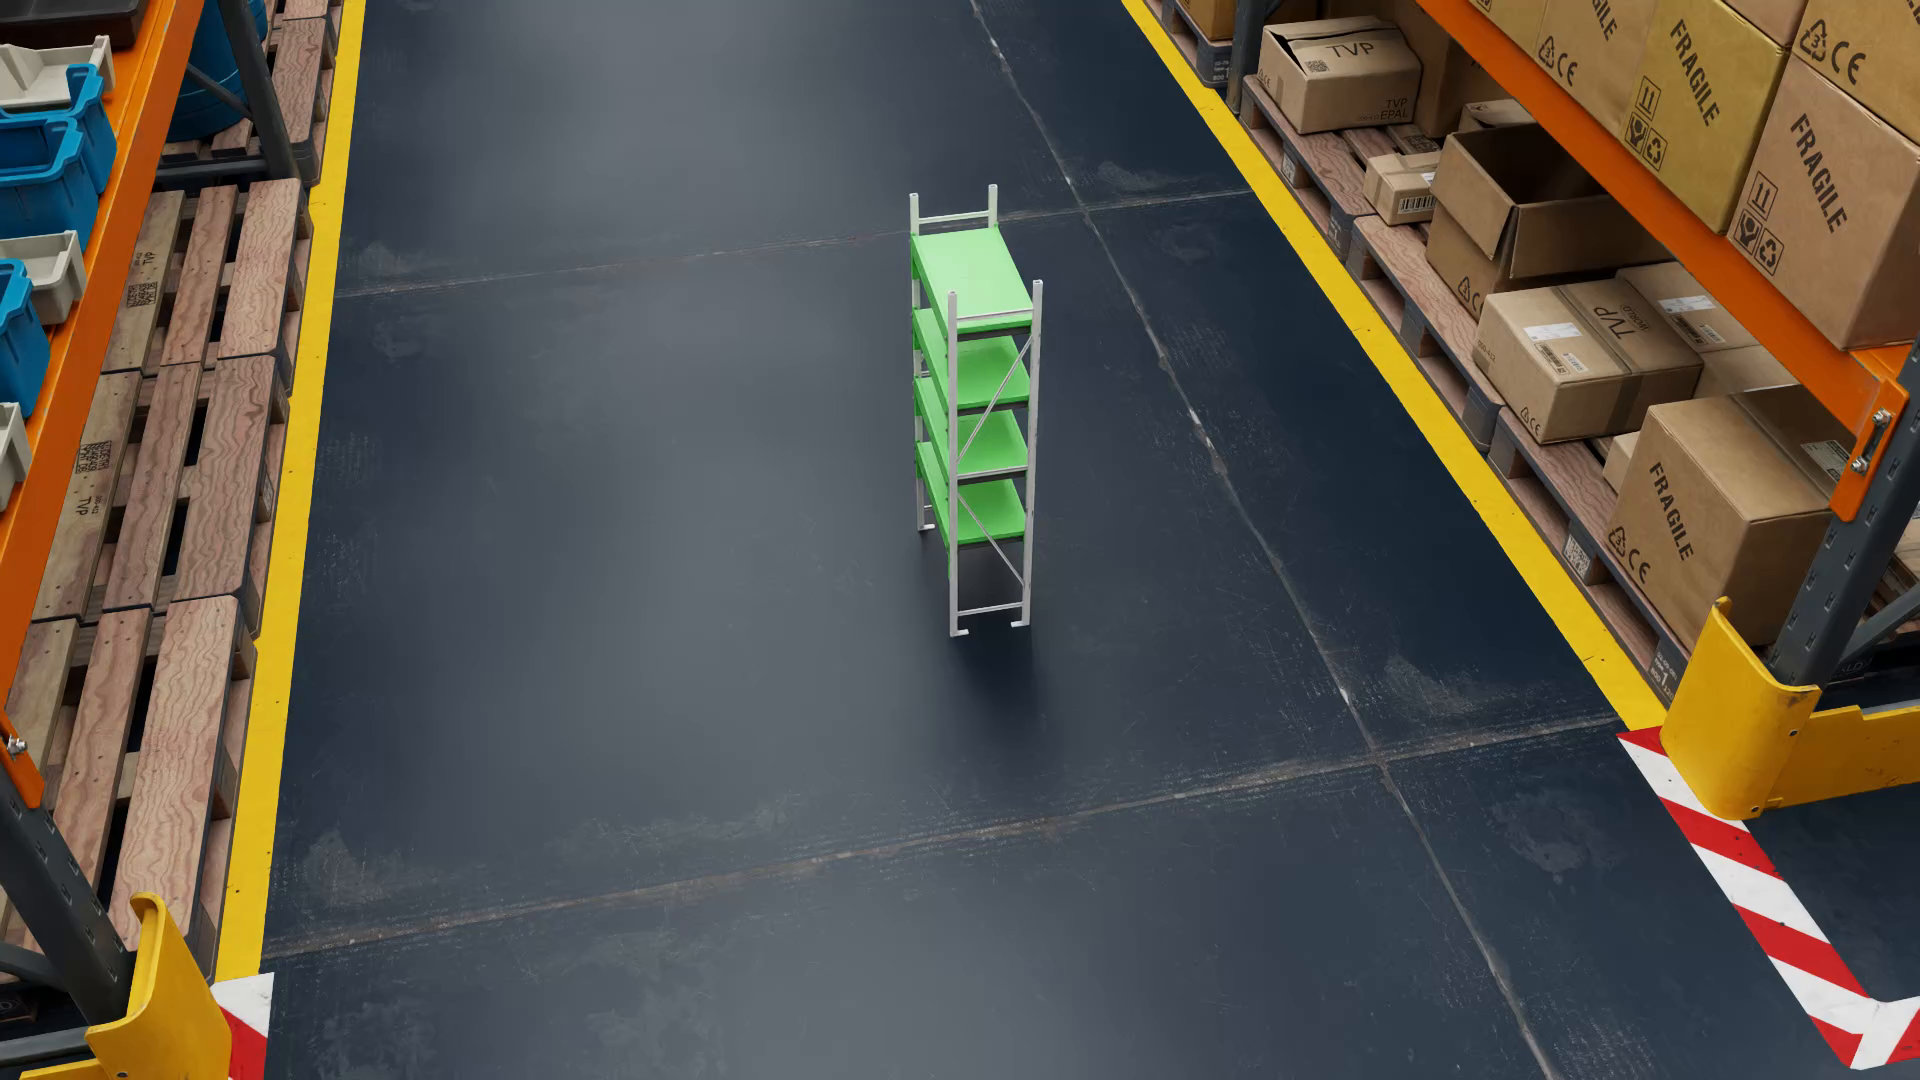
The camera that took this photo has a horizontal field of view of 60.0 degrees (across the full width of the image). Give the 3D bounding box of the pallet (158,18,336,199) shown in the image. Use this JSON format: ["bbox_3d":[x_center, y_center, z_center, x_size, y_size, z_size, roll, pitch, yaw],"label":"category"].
[{"bbox_3d":[-3.273,-1.863,7.190,1.003,0.211,1.213,-8,42,-9],"label":"pallet"}]

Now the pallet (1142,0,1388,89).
[{"bbox_3d":[1.477,-2.586,8.004,1.003,0.211,1.213,-8,42,-9],"label":"pallet"}]

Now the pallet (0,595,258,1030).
[{"bbox_3d":[-2.424,0.696,4.307,1.003,0.211,1.213,-8,42,-9],"label":"pallet"}]

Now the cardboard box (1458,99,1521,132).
[{"bbox_3d":[2.229,-1.642,6.657,0.380,0.149,0.250,-8,42,-9],"label":"cardboard box"}]

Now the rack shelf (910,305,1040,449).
[{"bbox_3d":[0.036,-0.473,4.614,0.258,0.148,0.480,-8,42,-9],"label":"rack shelf"}]

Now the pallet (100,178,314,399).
[{"bbox_3d":[-2.951,-0.886,6.089,1.003,0.211,1.213,-8,42,-9],"label":"pallet"}]

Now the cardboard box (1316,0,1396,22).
[{"bbox_3d":[1.823,-2.685,7.567,0.500,0.500,0.500,-10,43,-11],"label":"cardboard box"}]

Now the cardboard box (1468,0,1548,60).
[{"bbox_3d":[1.864,-1.790,4.931,0.500,0.500,0.500,-9,42,-10],"label":"cardboard box"}]

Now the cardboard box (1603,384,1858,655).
[{"bbox_3d":[2.195,-0.061,4.611,0.500,0.500,0.500,-8,42,-9],"label":"cardboard box"}]

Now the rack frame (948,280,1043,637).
[{"bbox_3d":[0.088,-0.183,4.553,0.240,1.200,0.015,-8,42,-9],"label":"rack frame"}]

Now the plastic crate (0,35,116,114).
[{"bbox_3d":[-2.478,-1.238,4.538,0.293,0.136,0.466,-8,42,-9],"label":"plastic crate"}]

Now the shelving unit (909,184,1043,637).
[{"bbox_3d":[0.036,-0.341,4.731,0.258,1.200,0.503,-8,42,-9],"label":"shelving unit"}]

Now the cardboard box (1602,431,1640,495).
[{"bbox_3d":[2.196,-0.212,5.032,0.380,0.166,0.250,-8,42,-9],"label":"cardboard box"}]

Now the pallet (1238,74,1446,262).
[{"bbox_3d":[1.837,-1.619,6.915,1.003,0.211,1.213,-8,42,-9],"label":"pallet"}]

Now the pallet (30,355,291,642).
[{"bbox_3d":[-2.684,-0.093,5.196,1.003,0.211,1.213,-8,42,-9],"label":"pallet"}]

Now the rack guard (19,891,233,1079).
[{"bbox_3d":[-2.266,1.142,3.587,1.175,0.500,0.348,-8,42,-9],"label":"rack guard"}]

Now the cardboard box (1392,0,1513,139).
[{"bbox_3d":[2.090,-2.008,6.804,0.500,0.500,0.500,-8,42,-9],"label":"cardboard box"}]

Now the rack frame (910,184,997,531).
[{"bbox_3d":[-0.017,-0.500,4.909,0.240,1.200,0.015,-8,42,-9],"label":"rack frame"}]

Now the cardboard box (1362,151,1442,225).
[{"bbox_3d":[1.766,-1.350,6.314,0.380,0.166,0.250,-8,42,-9],"label":"cardboard box"}]

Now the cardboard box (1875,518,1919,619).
[{"bbox_3d":[2.798,0.067,4.731,0.380,0.149,0.250,-8,42,-9],"label":"cardboard box"}]

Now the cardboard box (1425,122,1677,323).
[{"bbox_3d":[2.100,-1.121,5.802,0.797,0.503,0.637,-8,42,-9],"label":"cardboard box"}]

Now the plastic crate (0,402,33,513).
[{"bbox_3d":[-2.004,-0.158,3.322,0.250,0.136,0.298,-8,42,-9],"label":"plastic crate"}]

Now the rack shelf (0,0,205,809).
[{"bbox_3d":[-2.716,-0.834,4.472,1.077,0.370,4.000,-8,42,-9],"label":"rack shelf"}]

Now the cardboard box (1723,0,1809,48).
[{"bbox_3d":[2.079,-1.502,3.854,0.500,0.500,0.500,-7,42,-8],"label":"cardboard box"}]

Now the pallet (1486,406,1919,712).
[{"bbox_3d":[2.364,-0.037,5.133,1.003,0.211,1.213,-8,42,-9],"label":"pallet"}]

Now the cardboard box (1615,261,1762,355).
[{"bbox_3d":[2.497,-0.692,5.510,0.500,0.250,0.500,-8,42,-9],"label":"cardboard box"}]

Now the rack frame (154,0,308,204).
[{"bbox_3d":[-3.148,-2.400,5.694,1.000,3.000,0.127,-8,42,-9],"label":"rack frame"}]

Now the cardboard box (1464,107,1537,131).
[{"bbox_3d":[2.252,-1.451,6.319,0.500,0.311,0.500,-8,42,-9],"label":"cardboard box"}]

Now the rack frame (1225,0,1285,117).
[{"bbox_3d":[1.690,-3.107,6.491,1.000,3.000,0.127,-8,42,-9],"label":"rack frame"}]

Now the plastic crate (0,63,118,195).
[{"bbox_3d":[-2.365,-1.022,4.223,0.416,0.233,0.300,-8,42,-9],"label":"plastic crate"}]

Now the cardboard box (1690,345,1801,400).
[{"bbox_3d":[2.605,-0.368,5.145,0.500,0.250,0.500,-8,42,-9],"label":"cardboard box"}]

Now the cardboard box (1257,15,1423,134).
[{"bbox_3d":[1.569,-1.963,6.896,0.500,0.311,0.500,-8,42,-9],"label":"cardboard box"}]

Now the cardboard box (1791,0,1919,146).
[{"bbox_3d":[2.189,-1.175,3.485,0.500,0.500,0.500,-9,42,-10],"label":"cardboard box"}]

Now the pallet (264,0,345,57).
[{"bbox_3d":[-3.540,-2.655,8.082,1.003,0.211,1.213,-8,42,-9],"label":"pallet"}]

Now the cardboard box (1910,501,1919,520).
[{"bbox_3d":[2.744,-0.102,4.908,0.380,0.166,0.250,-8,42,-9],"label":"cardboard box"}]

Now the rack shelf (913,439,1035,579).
[{"bbox_3d":[0.036,-0.114,4.933,0.258,0.148,0.480,-8,42,-9],"label":"rack shelf"}]

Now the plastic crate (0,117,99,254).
[{"bbox_3d":[-2.300,-0.827,4.004,0.416,0.233,0.300,-8,42,-9],"label":"plastic crate"}]

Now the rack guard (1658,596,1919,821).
[{"bbox_3d":[2.537,0.371,4.455,1.175,0.500,0.348,-8,42,-9],"label":"rack guard"}]

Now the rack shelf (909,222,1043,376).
[{"bbox_3d":[0.036,-0.653,4.455,0.258,0.148,0.480,-8,42,-9],"label":"rack shelf"}]

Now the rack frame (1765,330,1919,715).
[{"bbox_3d":[2.553,-0.514,3.570,1.000,3.000,0.127,-8,42,-9],"label":"rack frame"}]

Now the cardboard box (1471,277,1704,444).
[{"bbox_3d":[2.020,-0.588,5.392,0.500,0.250,0.500,-8,42,-9],"label":"cardboard box"}]

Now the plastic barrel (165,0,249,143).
[{"bbox_3d":[-3.248,-2.127,6.651,0.600,0.901,0.708,-8,42,-9],"label":"plastic barrel"}]

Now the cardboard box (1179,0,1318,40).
[{"bbox_3d":[1.303,-2.616,7.489,0.500,0.500,0.500,-9,42,-10],"label":"cardboard box"}]

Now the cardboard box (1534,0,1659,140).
[{"bbox_3d":[1.973,-1.463,4.563,0.500,0.500,0.500,-8,42,-9],"label":"cardboard box"}]

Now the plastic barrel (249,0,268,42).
[{"bbox_3d":[-3.401,-2.586,7.168,0.600,0.901,0.708,-8,42,-9],"label":"plastic barrel"}]

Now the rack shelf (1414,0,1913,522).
[{"bbox_3d":[2.121,-1.542,5.269,1.077,0.370,4.000,-8,42,-9],"label":"rack shelf"}]

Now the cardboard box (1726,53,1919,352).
[{"bbox_3d":[2.191,-0.803,3.820,0.500,0.500,0.500,-7,42,-8],"label":"cardboard box"}]

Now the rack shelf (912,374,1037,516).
[{"bbox_3d":[0.036,-0.294,4.773,0.258,0.148,0.480,-8,42,-9],"label":"rack shelf"}]

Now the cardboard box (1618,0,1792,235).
[{"bbox_3d":[2.075,-1.139,4.198,0.500,0.500,0.500,-8,42,-9],"label":"cardboard box"}]

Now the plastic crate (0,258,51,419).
[{"bbox_3d":[-2.158,-0.401,3.523,0.416,0.233,0.300,-8,42,-9],"label":"plastic crate"}]

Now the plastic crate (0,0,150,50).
[{"bbox_3d":[-2.644,-1.632,4.991,0.437,0.125,0.590,-8,42,-9],"label":"plastic crate"}]

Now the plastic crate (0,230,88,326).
[{"bbox_3d":[-2.151,-0.597,3.817,0.250,0.136,0.298,-8,42,-9],"label":"plastic crate"}]

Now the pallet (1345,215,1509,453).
[{"bbox_3d":[2.104,-0.826,6.022,1.003,0.211,1.213,-8,42,-9],"label":"pallet"}]

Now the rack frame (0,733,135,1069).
[{"bbox_3d":[-2.284,0.193,2.773,1.000,3.000,0.127,-8,42,-9],"label":"rack frame"}]
